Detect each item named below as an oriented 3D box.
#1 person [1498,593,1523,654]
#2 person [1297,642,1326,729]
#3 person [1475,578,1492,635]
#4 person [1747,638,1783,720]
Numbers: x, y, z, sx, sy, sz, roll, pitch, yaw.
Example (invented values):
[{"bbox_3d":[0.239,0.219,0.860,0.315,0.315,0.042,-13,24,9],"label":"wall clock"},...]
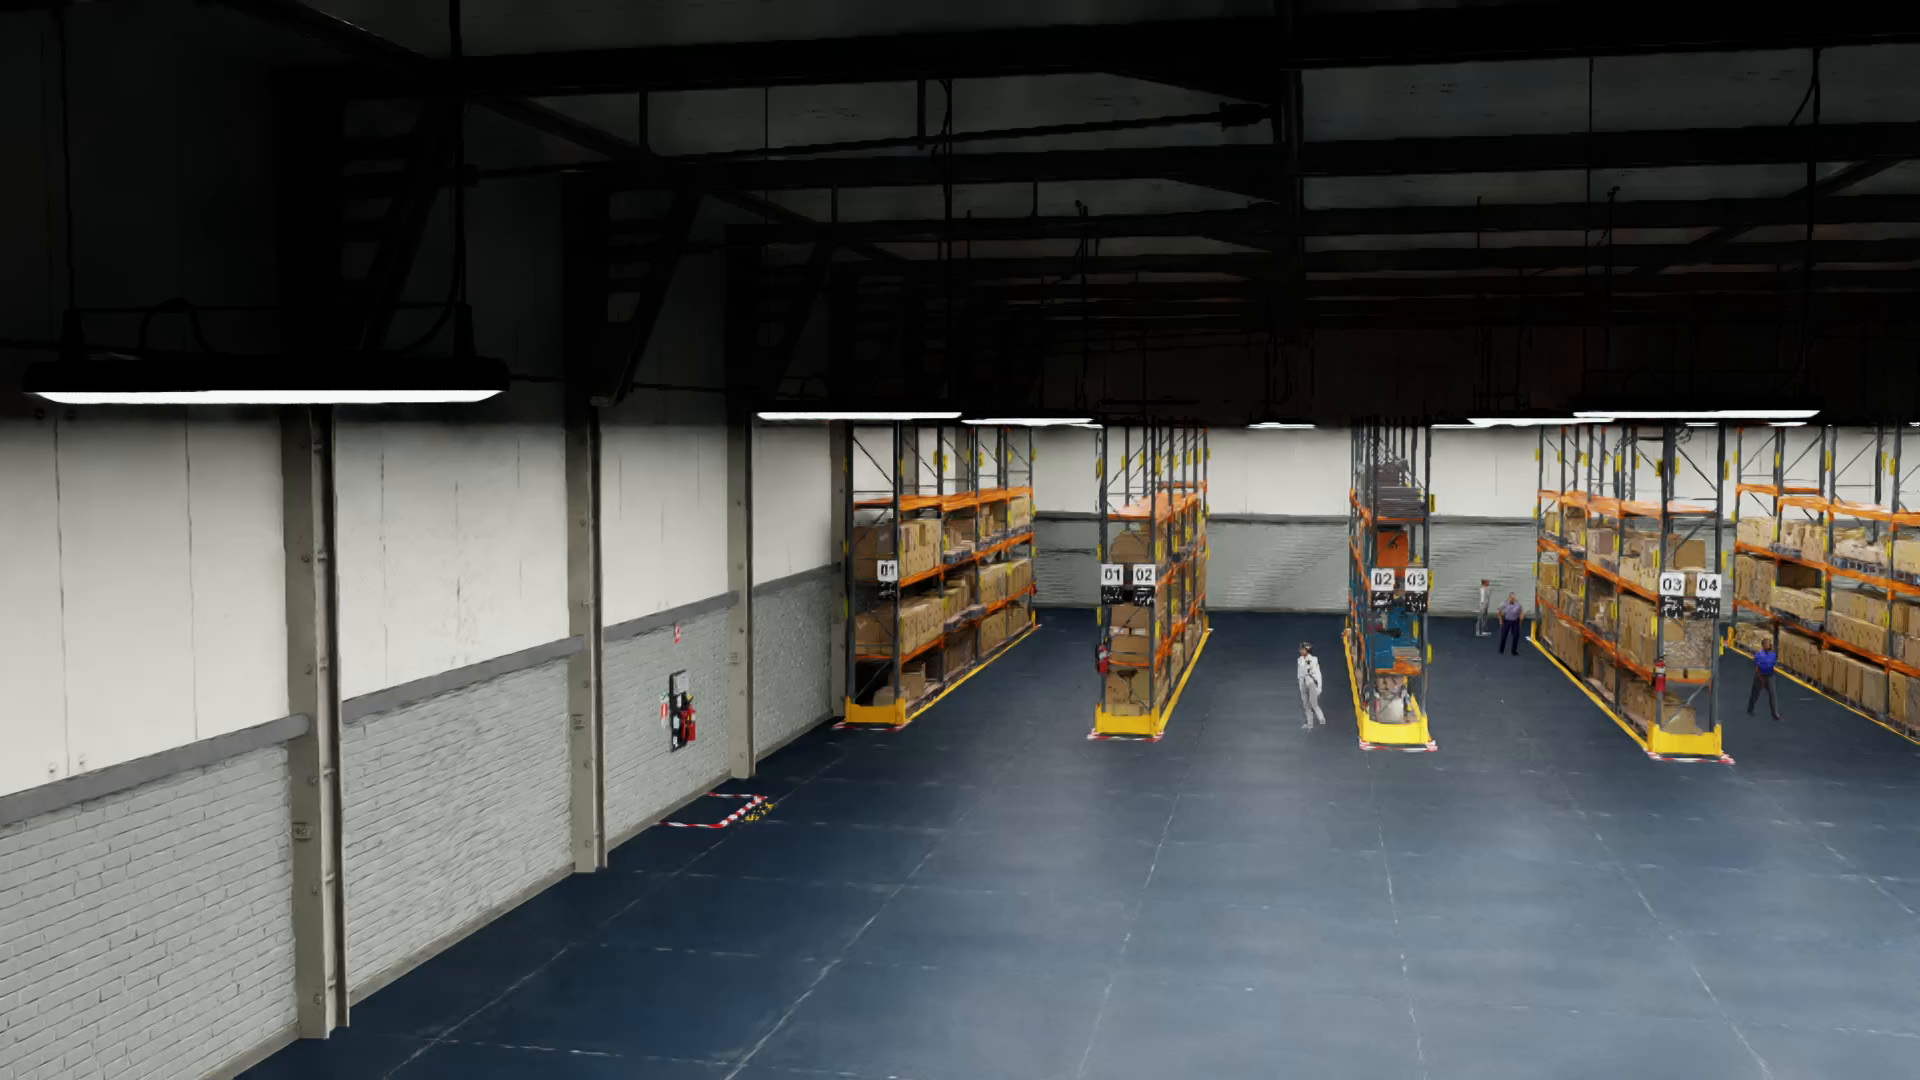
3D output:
[{"bbox_3d":[13.994,2.119,42.287,0.625,1.596,0.510,1,4,10],"label":"person"},{"bbox_3d":[6.729,2.772,31.849,0.519,1.672,0.533,-3,5,-40],"label":"person"},{"bbox_3d":[14.528,1.843,46.161,0.393,1.600,0.514,2,5,32],"label":"person"},{"bbox_3d":[15.884,2.733,32.837,0.442,1.574,0.997,0,4,3],"label":"person"}]
